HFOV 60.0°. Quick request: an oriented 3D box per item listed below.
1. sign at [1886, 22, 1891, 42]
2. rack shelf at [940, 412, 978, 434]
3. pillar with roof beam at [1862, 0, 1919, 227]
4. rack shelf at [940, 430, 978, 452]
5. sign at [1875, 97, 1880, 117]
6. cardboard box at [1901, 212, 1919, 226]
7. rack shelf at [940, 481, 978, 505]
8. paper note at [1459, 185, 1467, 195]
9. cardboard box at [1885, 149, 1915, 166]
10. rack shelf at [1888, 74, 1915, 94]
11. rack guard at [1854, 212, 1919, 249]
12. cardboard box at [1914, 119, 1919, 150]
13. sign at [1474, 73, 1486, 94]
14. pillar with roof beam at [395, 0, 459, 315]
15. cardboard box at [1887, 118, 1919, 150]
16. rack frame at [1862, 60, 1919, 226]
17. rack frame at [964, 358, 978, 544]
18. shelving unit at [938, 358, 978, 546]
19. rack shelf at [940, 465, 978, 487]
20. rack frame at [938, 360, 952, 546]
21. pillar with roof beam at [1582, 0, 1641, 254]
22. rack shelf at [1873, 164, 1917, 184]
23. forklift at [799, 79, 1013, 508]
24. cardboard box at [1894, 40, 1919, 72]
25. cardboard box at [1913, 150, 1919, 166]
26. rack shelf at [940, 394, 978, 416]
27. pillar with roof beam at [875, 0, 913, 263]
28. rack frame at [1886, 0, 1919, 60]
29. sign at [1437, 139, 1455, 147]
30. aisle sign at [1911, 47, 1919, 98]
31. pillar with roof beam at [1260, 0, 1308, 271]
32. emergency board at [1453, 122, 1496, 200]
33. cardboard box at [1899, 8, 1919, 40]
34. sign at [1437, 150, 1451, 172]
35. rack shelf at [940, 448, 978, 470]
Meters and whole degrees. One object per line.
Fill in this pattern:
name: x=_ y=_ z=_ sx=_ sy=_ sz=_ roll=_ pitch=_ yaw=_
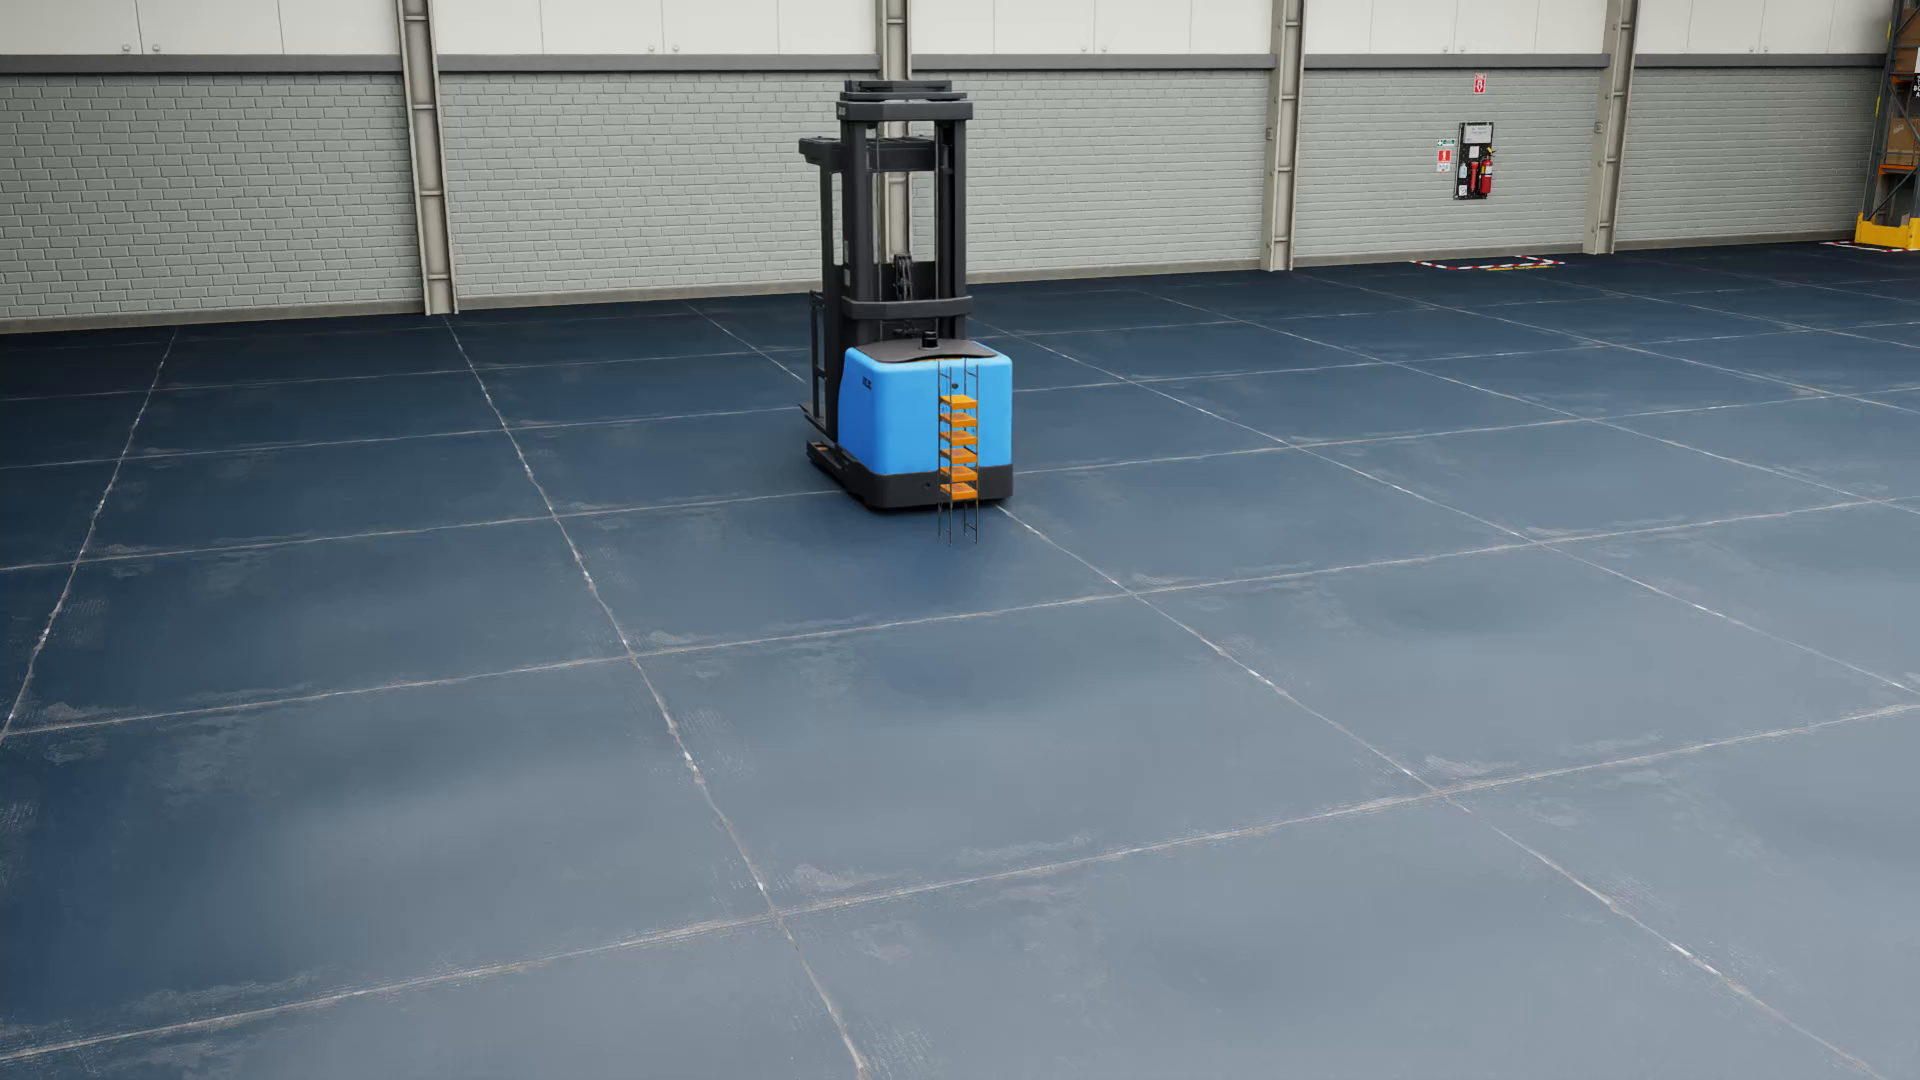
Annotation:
sign: x=15.408 y=-8.413 z=27.530 sx=0.005 sy=0.325 sz=0.100 roll=-6 pitch=17 yaw=-20
rack shelf: x=-0.014 y=-0.762 z=10.869 sx=0.180 sy=0.103 sz=0.258 roll=-6 pitch=17 yaw=-20
pillar with roof beam: x=17.472 y=-8.445 z=23.886 sx=0.400 sy=9.000 sz=9.100 roll=-6 pitch=17 yaw=-20
rack shelf: x=-0.014 y=-0.647 z=10.903 sx=0.180 sy=0.103 sz=0.258 roll=-6 pitch=17 yaw=-20
sign: x=15.408 y=-7.256 z=27.869 sx=0.005 sy=0.325 sz=0.100 roll=-6 pitch=17 yaw=-20
cardboard box: x=16.266 y=-5.368 z=28.047 sx=0.500 sy=0.311 sz=0.500 roll=-8 pitch=18 yaw=-26
rack shelf: x=-0.014 y=-0.301 z=11.004 sx=0.180 sy=0.103 sz=0.258 roll=-6 pitch=17 yaw=-20
paper note: x=7.818 y=-5.433 z=25.839 sx=0.142 sy=0.148 sz=0.016 roll=-6 pitch=17 yaw=-20
cardboard box: x=15.955 y=-6.437 z=27.925 sx=0.500 sy=0.250 sz=0.500 roll=-6 pitch=17 yaw=-19
rack shelf: x=17.455 y=-7.697 z=27.938 sx=4.000 sy=0.370 sz=1.077 roll=-6 pitch=17 yaw=-20
rack guard: x=15.658 y=-5.210 z=27.951 sx=0.348 sy=0.500 sz=1.175 roll=-6 pitch=17 yaw=-20
cardboard box: x=16.141 y=-6.668 z=27.380 sx=0.500 sy=0.500 sz=0.500 roll=-6 pitch=17 yaw=-20
sign: x=7.964 y=-6.993 z=25.474 sx=0.199 sy=0.298 sz=0.001 roll=-6 pitch=17 yaw=-20
pillar with roof beam: x=-4.939 y=-6.025 z=15.646 sx=0.400 sy=9.000 sz=9.100 roll=-6 pitch=17 yaw=-20
cardboard box: x=15.952 y=-6.802 z=27.838 sx=0.500 sy=0.500 sz=0.500 roll=-6 pitch=18 yaw=-21
rack frame: x=15.587 y=-6.401 z=27.573 sx=0.127 sy=3.000 sz=1.000 roll=-6 pitch=17 yaw=-20
rack frame: x=0.072 y=-0.583 z=10.956 sx=0.006 sy=1.200 sz=0.240 roll=-6 pitch=17 yaw=-20
shelving unit: x=-0.014 y=-0.574 z=10.924 sx=0.189 sy=1.200 sz=0.258 roll=-6 pitch=17 yaw=-20
rack shelf: x=-0.014 y=-0.416 z=10.971 sx=0.180 sy=0.103 sz=0.258 roll=-6 pitch=17 yaw=-20
rack frame: x=-0.099 y=-0.565 z=10.893 sx=0.006 sy=1.200 sz=0.240 roll=-6 pitch=17 yaw=-20
pillar with roof beam: x=11.869 y=-7.840 z=21.826 sx=0.400 sy=9.000 sz=9.100 roll=-6 pitch=17 yaw=-20
rack shelf: x=17.455 y=-6.258 z=28.361 sx=4.000 sy=0.370 sz=1.077 roll=-6 pitch=17 yaw=-20
forklift: x=-0.577 y=-2.002 z=12.712 sx=1.130 sy=2.935 sz=3.031 roll=-6 pitch=17 yaw=-18
cardboard box: x=15.887 y=-8.007 z=27.503 sx=0.500 sy=0.500 sz=0.500 roll=-5 pitch=17 yaw=-16
cardboard box: x=16.157 y=-6.305 z=27.474 sx=0.500 sy=0.250 sz=0.500 roll=-7 pitch=18 yaw=-22
rack shelf: x=-0.014 y=-0.877 z=10.835 sx=0.180 sy=0.103 sz=0.258 roll=-6 pitch=17 yaw=-20
pillar with roof beam: x=0.664 y=-6.630 z=17.706 sx=0.400 sy=9.000 sz=9.100 roll=-6 pitch=17 yaw=-20
rack frame: x=15.587 y=-9.280 z=26.728 sx=0.127 sy=3.000 sz=1.000 roll=-6 pitch=17 yaw=-20
sign: x=7.462 y=-6.096 z=25.530 sx=0.331 sy=0.109 sz=0.001 roll=-6 pitch=17 yaw=-20
aisle sign: x=15.628 y=-7.562 z=26.913 sx=0.004 sy=0.787 sz=0.394 roll=-6 pitch=17 yaw=-20
pillar with roof beam: x=6.267 y=-7.235 z=19.766 sx=0.400 sy=9.000 sz=9.100 roll=-6 pitch=17 yaw=-20
emergency board: x=8.008 y=-5.855 z=25.714 sx=0.643 sy=1.169 sz=0.194 roll=-6 pitch=17 yaw=-20
cardboard box: x=15.897 y=-8.490 z=27.375 sx=0.500 sy=0.500 sz=0.500 roll=-5 pitch=17 yaw=-18
sign: x=7.454 y=-5.844 z=25.611 sx=0.234 sy=0.329 sz=0.001 roll=-6 pitch=17 yaw=-20
rack shelf: x=-0.014 y=-0.532 z=10.937 sx=0.180 sy=0.103 sz=0.258 roll=-6 pitch=17 yaw=-20
